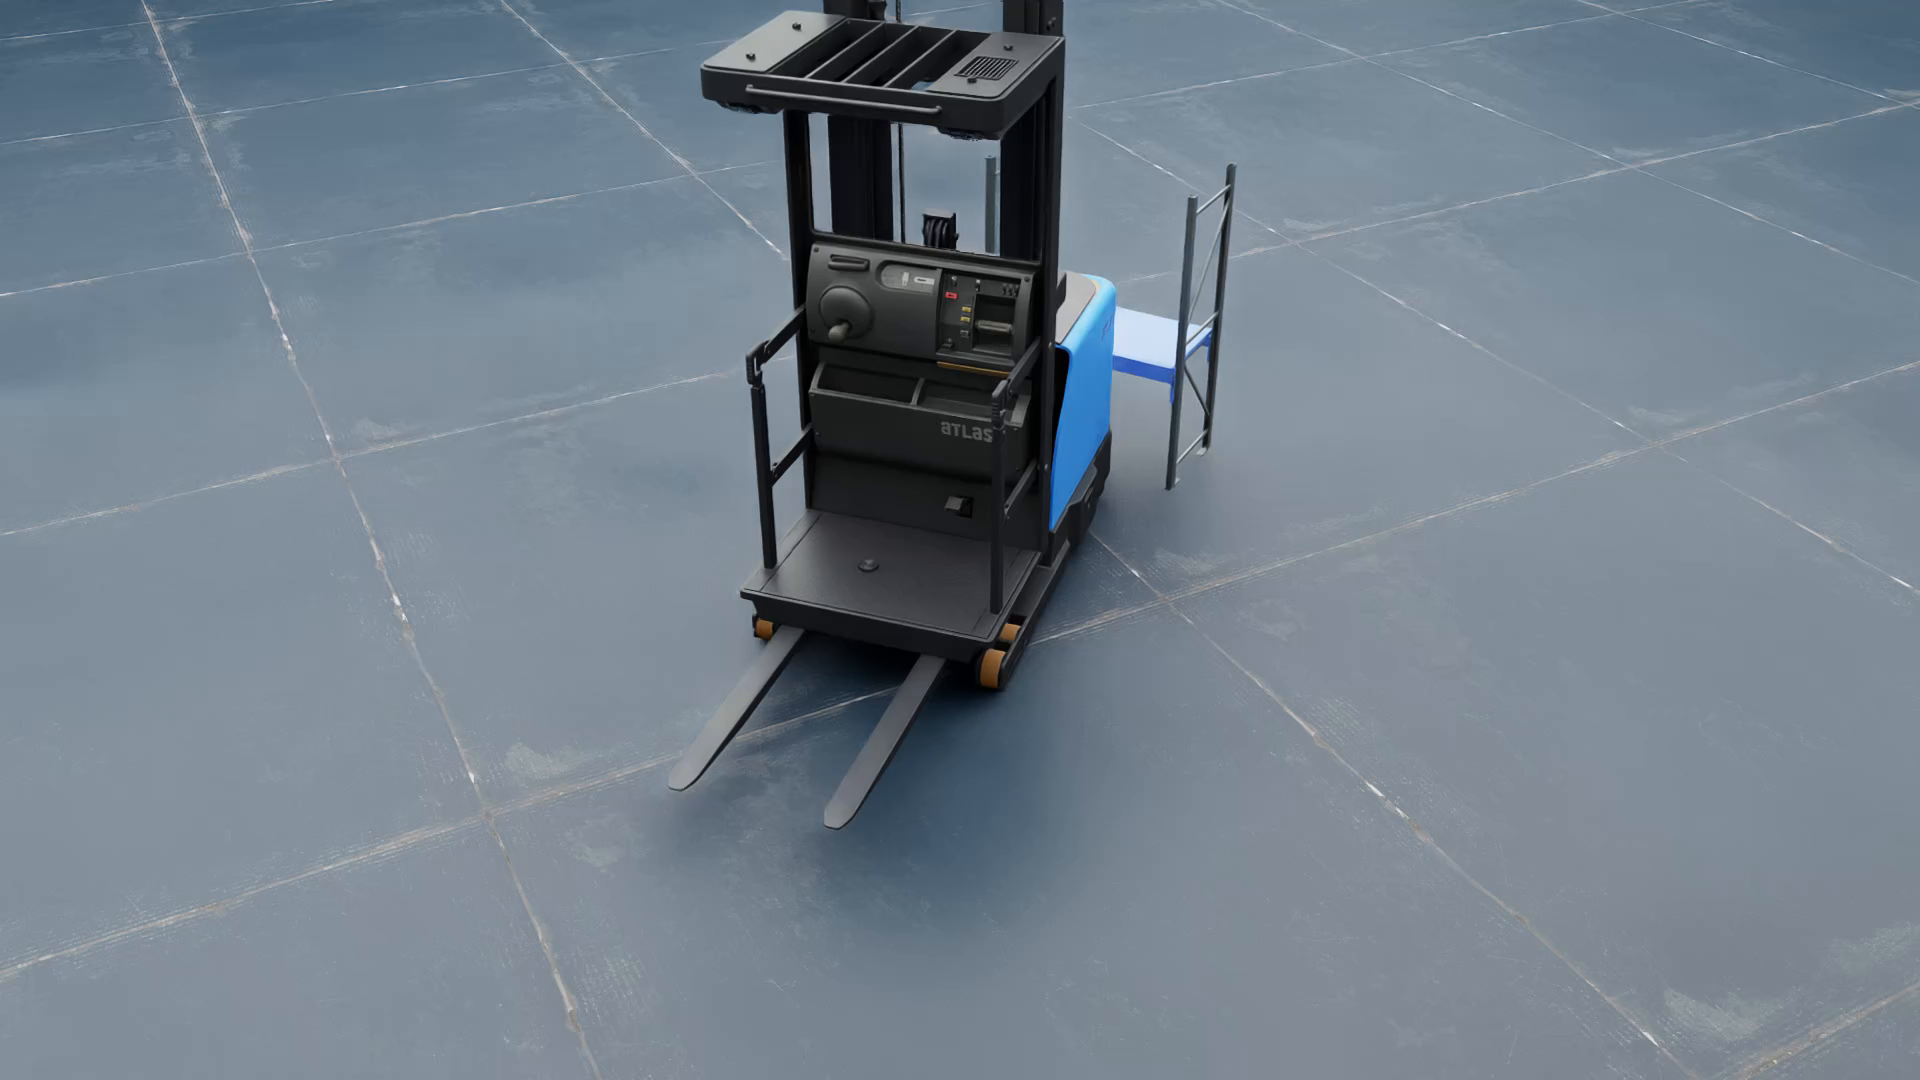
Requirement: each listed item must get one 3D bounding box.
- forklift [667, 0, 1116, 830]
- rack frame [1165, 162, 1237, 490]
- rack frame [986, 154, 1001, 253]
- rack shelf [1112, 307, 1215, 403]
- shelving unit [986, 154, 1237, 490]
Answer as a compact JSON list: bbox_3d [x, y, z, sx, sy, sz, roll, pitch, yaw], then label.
[{"bbox_3d":[-0.234,-0.873,6.395,1.130,2.935,3.031,11,34,16],"label":"forklift"},{"bbox_3d":[1.143,-0.996,7.914,0.032,1.500,0.500,17,36,25],"label":"rack frame"},{"bbox_3d":[0.260,-1.268,8.339,0.032,1.500,0.500,17,36,25],"label":"rack frame"},{"bbox_3d":[0.702,-0.981,8.224,1.000,0.185,0.538,17,36,25],"label":"rack shelf"},{"bbox_3d":[0.702,-1.132,8.127,1.048,1.500,0.538,17,36,25],"label":"shelving unit"}]
